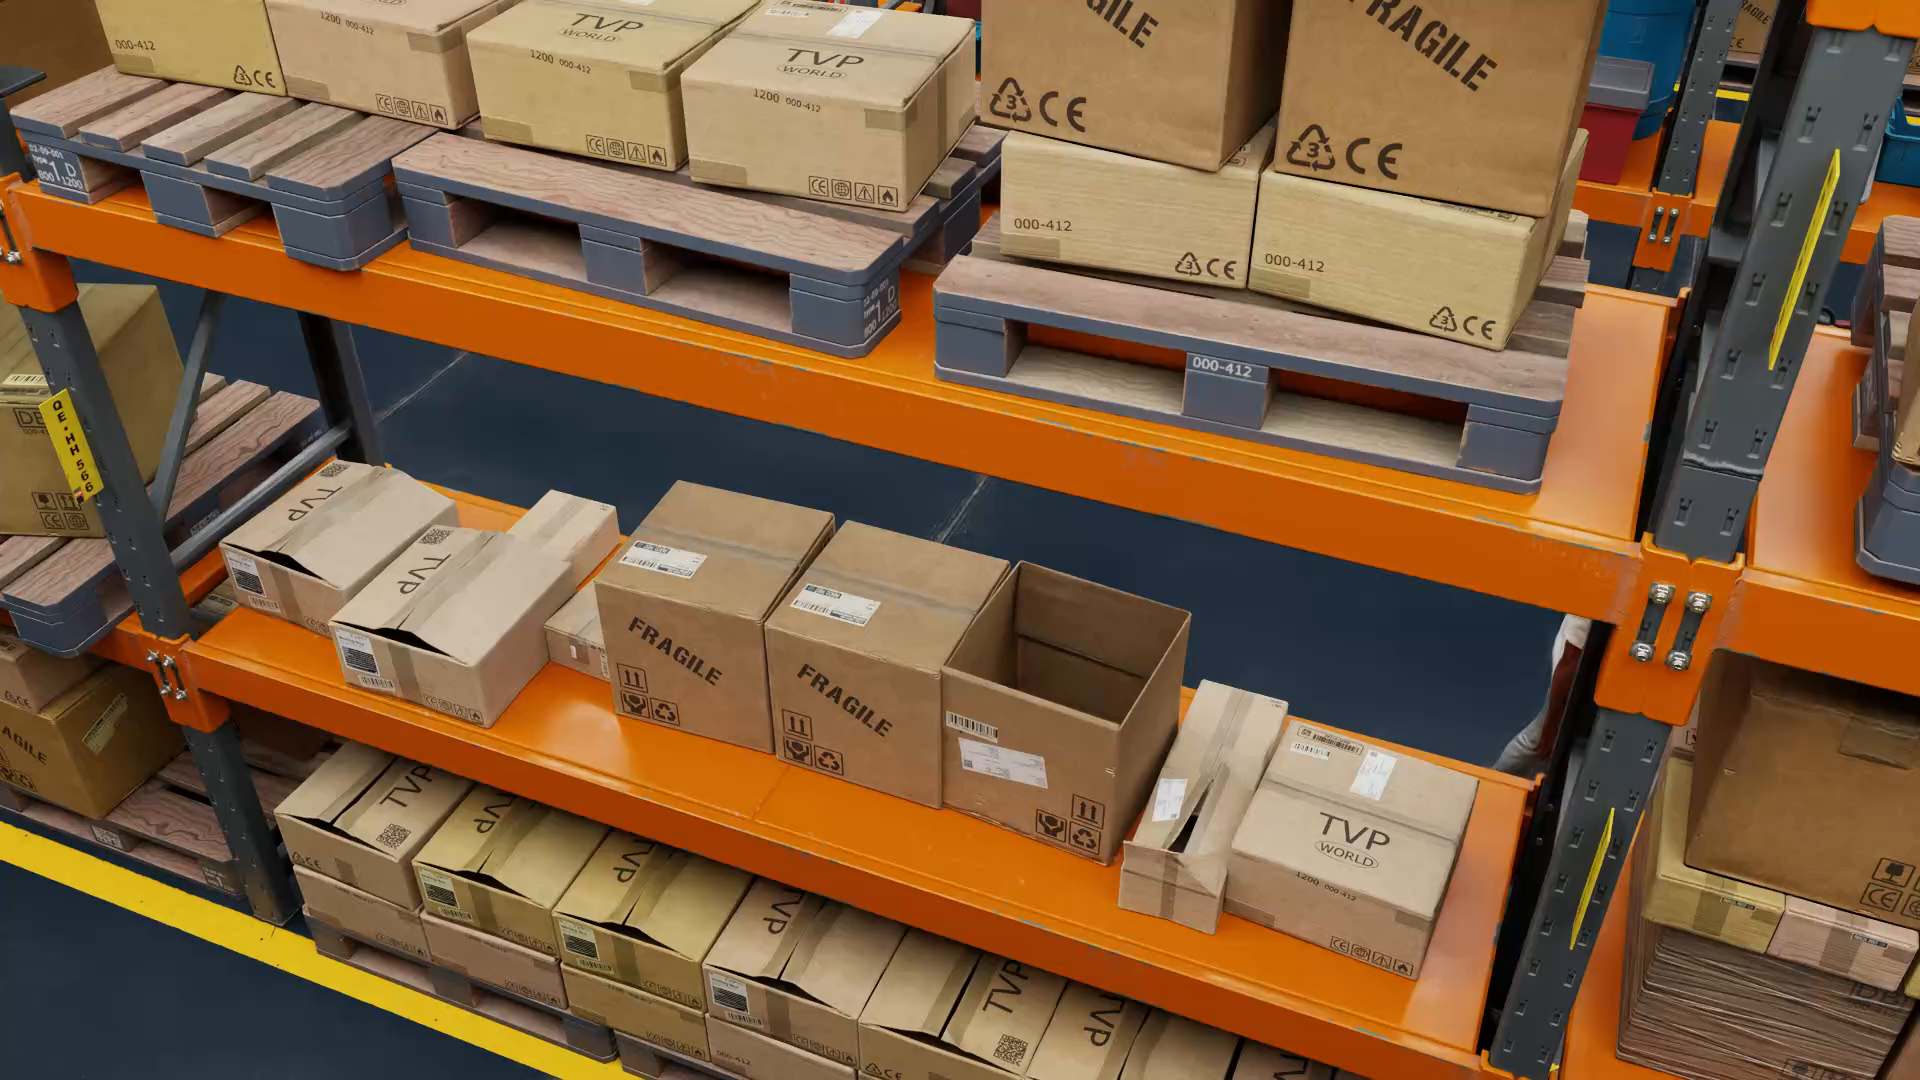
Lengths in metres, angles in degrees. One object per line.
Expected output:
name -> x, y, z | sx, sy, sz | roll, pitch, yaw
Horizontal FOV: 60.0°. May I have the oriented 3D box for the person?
person -> 2.200, 0.478, 5.509 | 0.754, 1.795, 0.623 | 13, 39, 17
